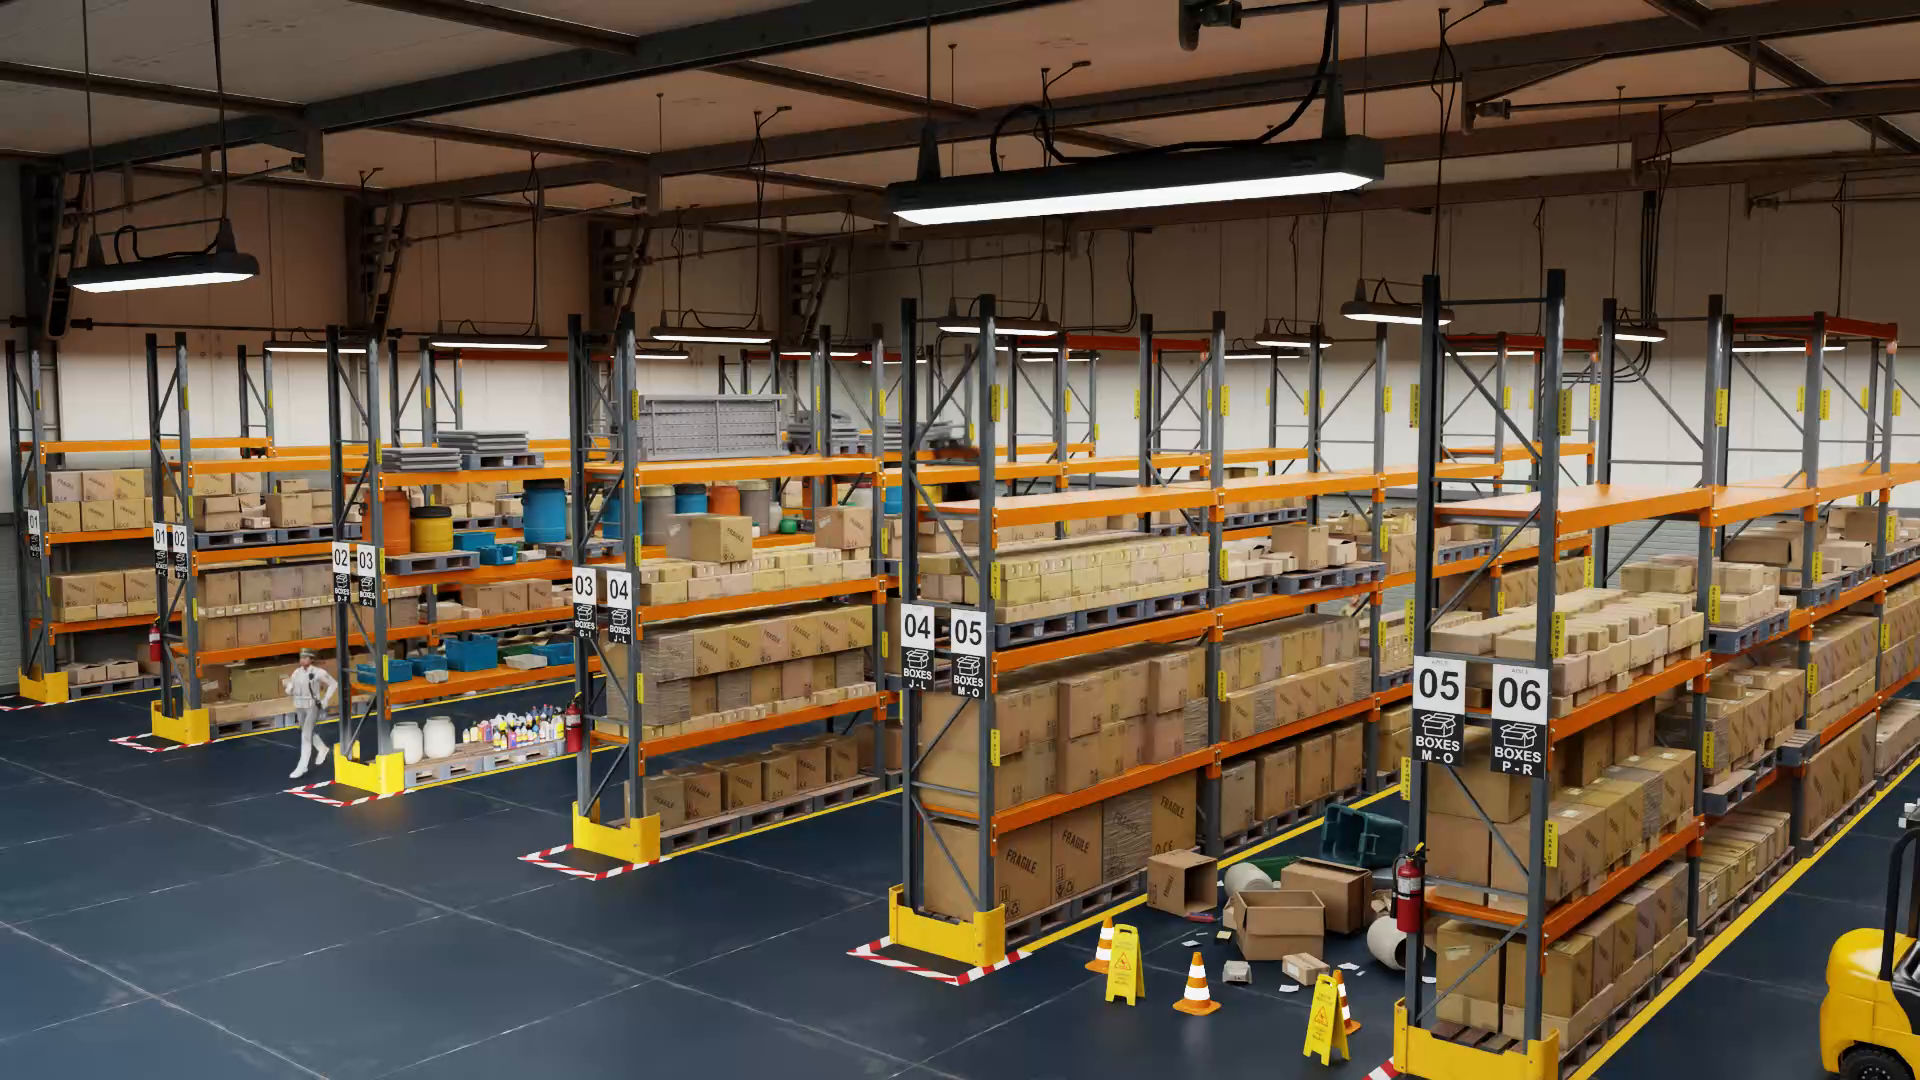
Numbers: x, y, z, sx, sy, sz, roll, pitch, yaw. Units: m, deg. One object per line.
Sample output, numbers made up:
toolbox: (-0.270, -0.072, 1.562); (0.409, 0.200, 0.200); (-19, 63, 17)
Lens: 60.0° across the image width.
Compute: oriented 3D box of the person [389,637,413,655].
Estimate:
person: (-10.004, 1.689, 29.793); (0.503, 1.630, 0.694); (2, 6, 23)

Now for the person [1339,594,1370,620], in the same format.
person: (6.923, 1.729, 29.122); (0.563, 1.737, 0.838); (3, 6, 29)

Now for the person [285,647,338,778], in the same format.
person: (-8.788, 2.278, 22.451); (0.608, 1.693, 0.913); (1, 5, 16)
